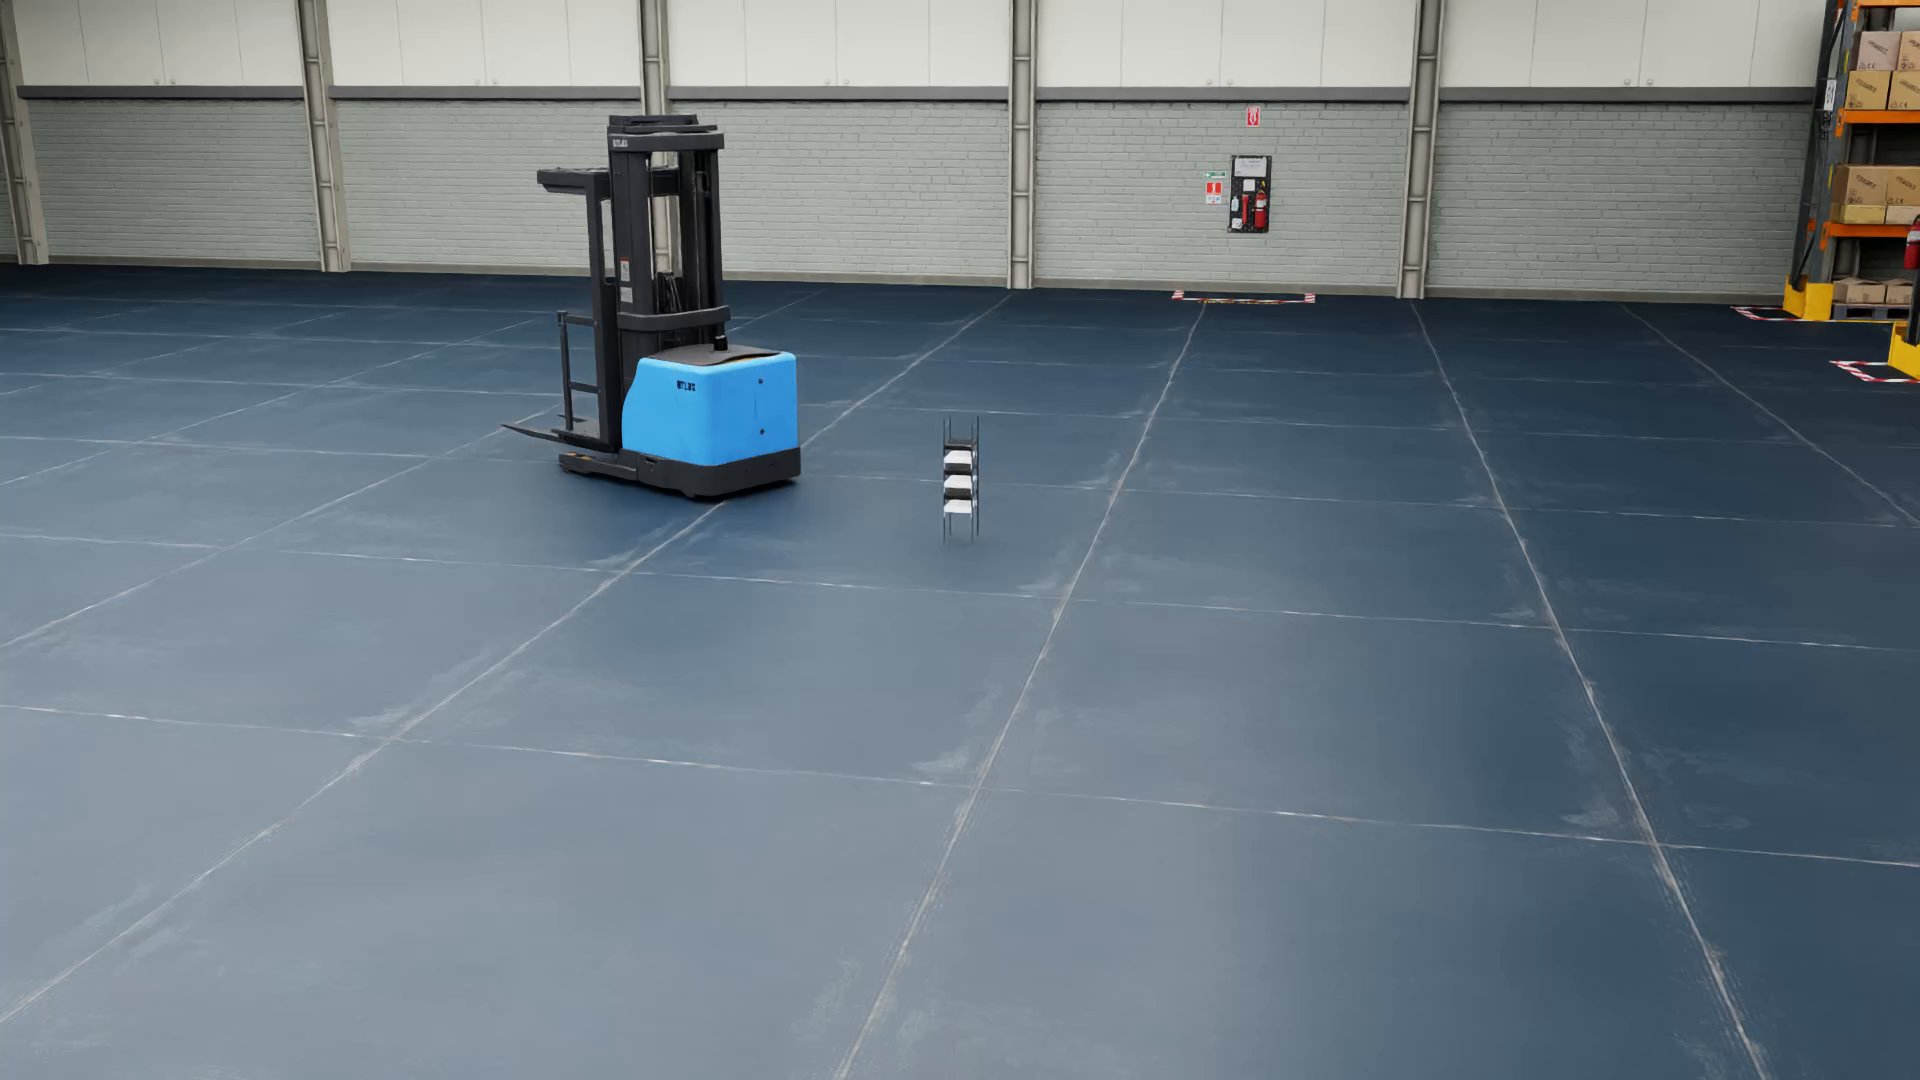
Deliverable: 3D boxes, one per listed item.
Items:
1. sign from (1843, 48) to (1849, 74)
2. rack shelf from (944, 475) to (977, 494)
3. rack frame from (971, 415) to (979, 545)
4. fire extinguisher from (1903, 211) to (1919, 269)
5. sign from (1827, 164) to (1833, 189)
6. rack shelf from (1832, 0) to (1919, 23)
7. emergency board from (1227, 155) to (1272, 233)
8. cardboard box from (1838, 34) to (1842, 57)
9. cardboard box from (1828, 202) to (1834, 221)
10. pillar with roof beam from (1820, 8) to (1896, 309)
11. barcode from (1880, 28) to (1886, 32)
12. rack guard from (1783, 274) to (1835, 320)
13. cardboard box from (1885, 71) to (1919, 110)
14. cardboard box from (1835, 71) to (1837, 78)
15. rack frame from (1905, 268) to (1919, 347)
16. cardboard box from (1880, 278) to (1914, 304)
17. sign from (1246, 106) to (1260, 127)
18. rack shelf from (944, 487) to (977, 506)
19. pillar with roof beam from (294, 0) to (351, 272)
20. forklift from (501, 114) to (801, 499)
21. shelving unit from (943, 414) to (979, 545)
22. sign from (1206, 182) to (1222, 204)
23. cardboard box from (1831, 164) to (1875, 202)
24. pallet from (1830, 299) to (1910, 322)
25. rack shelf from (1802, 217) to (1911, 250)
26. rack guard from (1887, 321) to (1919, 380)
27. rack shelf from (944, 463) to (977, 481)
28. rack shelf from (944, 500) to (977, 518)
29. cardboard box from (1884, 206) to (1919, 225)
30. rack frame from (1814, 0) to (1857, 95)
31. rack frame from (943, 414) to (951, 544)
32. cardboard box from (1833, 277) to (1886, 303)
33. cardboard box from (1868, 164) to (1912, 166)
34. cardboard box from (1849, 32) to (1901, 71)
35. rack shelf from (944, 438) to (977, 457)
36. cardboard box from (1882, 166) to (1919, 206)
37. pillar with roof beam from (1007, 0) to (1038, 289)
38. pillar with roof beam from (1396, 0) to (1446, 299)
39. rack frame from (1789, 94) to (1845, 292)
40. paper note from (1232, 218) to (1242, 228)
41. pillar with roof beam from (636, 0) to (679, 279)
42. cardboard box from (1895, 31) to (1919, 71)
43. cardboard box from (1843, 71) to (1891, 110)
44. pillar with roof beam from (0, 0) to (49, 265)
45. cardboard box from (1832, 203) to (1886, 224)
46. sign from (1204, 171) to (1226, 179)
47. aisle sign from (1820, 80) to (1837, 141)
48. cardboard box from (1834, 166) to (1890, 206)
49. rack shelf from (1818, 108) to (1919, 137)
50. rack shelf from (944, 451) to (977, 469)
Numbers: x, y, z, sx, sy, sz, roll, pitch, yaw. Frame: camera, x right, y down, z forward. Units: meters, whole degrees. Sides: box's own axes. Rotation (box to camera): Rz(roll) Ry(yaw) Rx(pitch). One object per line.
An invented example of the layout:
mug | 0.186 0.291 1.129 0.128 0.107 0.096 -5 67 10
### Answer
sign | 11.764 -6.360 22.078 0.005 0.325 0.100 3 16 11
rack shelf | 0.008 -0.401 11.879 0.200 0.077 0.258 3 16 11
rack frame | 0.108 -0.428 11.851 0.006 0.900 0.240 3 16 11
fire extinguisher | 10.865 -3.430 18.900 0.183 0.674 0.296 3 16 11
sign | 11.764 -4.911 22.479 0.005 0.325 0.100 3 16 11
rack shelf | 13.831 -7.072 22.019 4.000 0.370 1.077 3 16 11
emergency board | 4.436 -5.285 25.452 0.643 1.169 0.194 3 16 11
cardboard box | 12.346 -6.666 22.721 0.500 0.500 0.500 4 16 14
cardboard box | 12.368 -4.599 23.218 0.500 0.250 0.500 3 16 12
pillar with roof beam | 11.872 -6.589 18.923 0.400 9.000 9.100 3 16 11
barcode | 12.667 -6.993 22.816 0.075 0.075 0.001 3 16 11
rack guard | 11.946 -3.427 23.426 0.348 0.500 1.175 3 16 11
cardboard box | 12.669 -6.018 22.254 0.500 0.500 0.500 4 16 15
cardboard box | 12.331 -6.183 22.850 0.500 0.500 0.500 4 16 15
rack frame | 10.888 -3.339 18.428 0.127 3.000 1.000 3 16 11
cardboard box | 13.090 -3.461 23.080 0.500 0.311 0.500 4 16 16
sign | 4.448 -6.429 25.239 0.199 0.298 0.001 3 16 11
rack shelf | 0.008 -0.314 11.903 0.200 0.077 0.258 3 16 11
pillar with roof beam | -11.647 -7.866 23.532 0.400 9.000 9.100 3 16 11
forklift | -2.756 -2.043 13.878 3.031 2.935 1.130 13 20 39
shelving unit | 0.008 -0.433 11.870 0.210 0.900 0.258 3 16 11
sign | 3.915 -5.359 25.651 0.234 0.329 0.001 3 16 11
cardboard box | 12.376 -4.965 23.135 0.500 0.500 0.500 3 16 10
pallet | 12.735 -3.235 23.275 1.213 0.211 1.003 3 16 11
rack shelf | 13.831 -4.182 22.819 4.000 0.370 1.077 3 16 11
rack guard | 10.864 -2.136 18.766 0.348 0.500 1.175 3 16 11
rack shelf | 0.008 -0.488 11.855 0.200 0.077 0.258 3 16 11
rack shelf | 0.008 -0.228 11.927 0.200 0.077 0.258 3 16 11
cardboard box | 12.798 -4.440 22.645 0.500 0.250 0.500 3 16 9
rack frame | 11.872 -7.527 22.306 0.127 3.000 1.000 3 16 11
rack frame | -0.092 -0.439 11.890 0.006 0.900 0.240 3 16 11
cardboard box | 12.532 -3.491 23.189 0.500 0.311 0.500 1 16 5
cardboard box | 12.867 -4.935 23.029 0.500 0.500 0.500 3 16 12
cardboard box | 12.201 -6.537 22.254 0.500 0.500 0.500 2 16 7
rack shelf | 0.008 -0.661 11.807 0.200 0.077 0.258 3 16 11
cardboard box | 12.762 -4.801 22.545 0.500 0.500 0.500 3 16 11
pillar with roof beam | 0.113 -7.228 21.228 0.400 9.000 9.100 3 16 11
pillar with roof beam | 5.992 -6.909 20.075 0.400 9.000 9.100 3 16 11
rack frame | 11.872 -4.635 23.107 0.127 3.000 1.000 3 16 11
paper note | 4.276 -4.888 25.669 0.142 0.148 0.016 3 16 11
pillar with roof beam | -5.767 -7.547 22.380 0.400 9.000 9.100 3 16 11
cardboard box | 12.682 -6.497 22.110 0.500 0.500 0.500 3 16 10
cardboard box | 12.149 -6.056 22.390 0.500 0.500 0.500 4 16 13
pillar with roof beam | -17.526 -8.185 24.684 0.400 9.000 9.100 3 16 11
cardboard box | 12.286 -4.464 22.731 0.500 0.250 0.500 3 16 9
sign | 3.918 -5.611 25.571 0.331 0.109 0.001 3 16 11
aisle sign | 11.741 -5.814 22.491 0.004 0.787 0.394 3 16 11
cardboard box | 12.279 -4.830 22.649 0.500 0.500 0.500 3 16 11
rack shelf | 13.831 -5.628 22.419 4.000 0.370 1.077 3 16 11
rack shelf | 0.008 -0.575 11.831 0.200 0.077 0.258 3 16 11
